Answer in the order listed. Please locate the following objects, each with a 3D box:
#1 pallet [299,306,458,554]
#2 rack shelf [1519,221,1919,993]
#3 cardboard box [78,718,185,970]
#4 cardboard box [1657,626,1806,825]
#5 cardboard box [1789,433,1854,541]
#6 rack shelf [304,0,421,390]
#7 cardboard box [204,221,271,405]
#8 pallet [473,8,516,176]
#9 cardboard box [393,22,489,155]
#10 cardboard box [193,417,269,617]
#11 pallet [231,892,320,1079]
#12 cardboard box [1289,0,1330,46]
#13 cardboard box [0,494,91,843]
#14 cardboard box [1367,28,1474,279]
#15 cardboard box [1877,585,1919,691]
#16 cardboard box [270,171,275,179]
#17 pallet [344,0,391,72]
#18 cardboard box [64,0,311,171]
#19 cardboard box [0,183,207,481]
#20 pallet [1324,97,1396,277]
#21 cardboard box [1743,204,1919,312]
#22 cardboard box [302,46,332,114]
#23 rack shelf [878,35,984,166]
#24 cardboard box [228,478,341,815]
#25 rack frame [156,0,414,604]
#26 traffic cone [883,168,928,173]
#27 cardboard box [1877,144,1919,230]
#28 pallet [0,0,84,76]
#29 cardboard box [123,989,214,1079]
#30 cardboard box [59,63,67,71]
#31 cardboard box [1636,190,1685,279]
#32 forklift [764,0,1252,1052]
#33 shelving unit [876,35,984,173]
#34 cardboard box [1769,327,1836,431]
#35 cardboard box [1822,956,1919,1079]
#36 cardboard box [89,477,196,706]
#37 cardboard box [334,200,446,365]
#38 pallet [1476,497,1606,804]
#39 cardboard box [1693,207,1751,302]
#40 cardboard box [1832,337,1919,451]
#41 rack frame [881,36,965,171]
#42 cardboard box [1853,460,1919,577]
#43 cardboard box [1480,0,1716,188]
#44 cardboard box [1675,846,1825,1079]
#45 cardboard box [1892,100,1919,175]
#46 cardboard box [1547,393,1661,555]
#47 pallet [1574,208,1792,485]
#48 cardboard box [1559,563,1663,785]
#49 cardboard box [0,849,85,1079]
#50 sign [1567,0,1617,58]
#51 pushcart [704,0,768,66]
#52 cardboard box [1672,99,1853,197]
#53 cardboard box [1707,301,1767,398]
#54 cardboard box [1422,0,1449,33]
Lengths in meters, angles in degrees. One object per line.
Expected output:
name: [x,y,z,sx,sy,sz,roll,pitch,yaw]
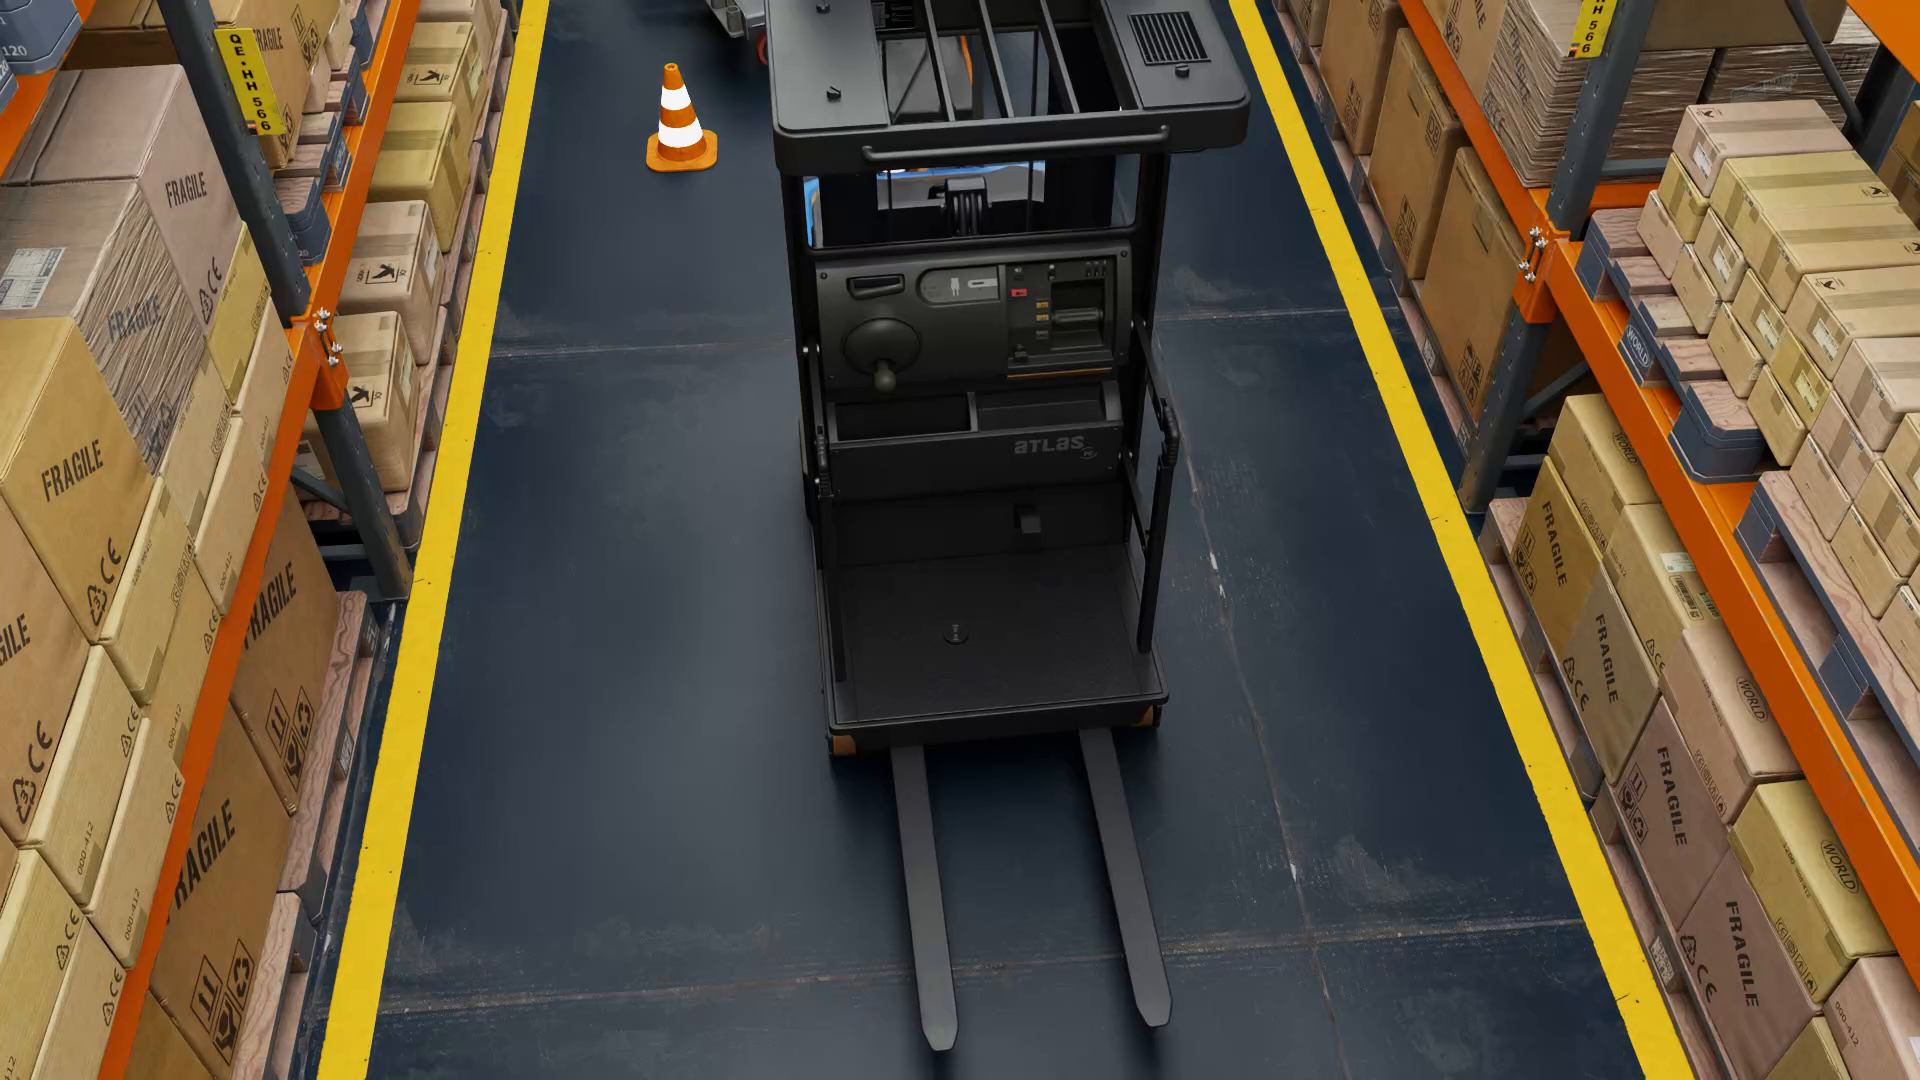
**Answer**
pallet: [-2.568,-0.430,6.512,1.003,0.211,1.213,-3,47,-3]
rack shelf: [2.588,0.497,4.209,1.077,0.370,4.000,-3,47,-3]
cardboard box: [-2.047,0.680,3.644,0.500,0.250,0.500,-4,47,-4]
cardboard box: [2.308,0.499,4.627,0.500,0.250,0.500,-3,47,-3]
cardboard box: [2.351,-0.142,4.203,0.380,0.149,0.250,-2,47,-2]
rack shelf: [-2.671,-2.023,6.595,1.077,0.370,4.000,-3,47,-3]
cardboard box: [-2.210,-0.608,4.519,0.500,0.250,0.500,-4,47,-3]
pallet: [-2.772,-2.195,8.184,1.003,0.211,1.213,-3,47,-3]
cardboard box: [-2.729,-2.059,7.654,0.950,0.372,0.625,-1,47,-1]
cardboard box: [-2.144,-0.053,4.337,0.500,0.250,0.500,-3,47,-3]
pallet: [-2.414,1.591,4.597,1.003,0.211,1.213,-3,47,-3]
cardboard box: [2.227,-3.018,8.303,1.050,0.750,0.750,-4,47,-3]
cardboard box: [-2.079,0.254,3.186,0.500,0.500,0.500,-4,47,-4]
cardboard box: [2.383,-1.646,7.003,1.050,0.750,0.750,-3,47,-3]
cardboard box: [2.390,0.228,3.852,0.380,0.149,0.250,-5,47,-5]
cardboard box: [-2.346,-1.128,5.136,0.380,0.149,0.250,-6,47,-6]
pallet: [-2.710,-2.187,6.387,1.003,0.211,1.213,-3,47,-3]
cardboard box: [-2.311,-1.444,4.989,0.500,0.500,0.500,-5,47,-4]
cardboard box: [-2.149,-0.472,3.874,0.500,0.500,0.500,-3,47,-3]
pallet: [2.331,-1.694,7.709,1.003,0.211,1.213,-3,47,-3]
cardboard box: [2.307,-0.742,4.360,0.380,0.149,0.250,-4,47,-4]
cardboard box: [-2.313,-1.535,5.522,0.380,0.149,0.250,-6,47,-6]
rack shelf: [-0.150,-1.556,6.294,0.431,0.518,0.480,-5,46,-5]
cardboard box: [-2.529,0.268,5.105,0.875,0.875,0.875,-4,47,-4]
rack frame: [-2.504,-0.823,4.964,1.000,3.000,0.127,-3,47,-3]
traffic cone: [-0.319,-1.884,7.715,0.336,0.463,0.334,-3,47,-3]
cardboard box: [2.916,-1.028,4.836,0.380,0.149,0.250,-3,47,-2]
pallet: [-2.397,-1.327,3.505,1.213,0.211,1.003,-2,47,-1]
cardboard box: [-2.384,1.560,3.880,0.875,0.875,0.875,-2,47,-2]
cardboard box: [-2.819,-1.416,4.962,0.500,0.500,0.500,-5,47,-4]
cardboard box: [2.257,-0.919,4.938,0.380,0.149,0.250,-4,47,-4]
forklift: [0.074,-0.559,4.761,1.130,2.935,3.031,-5,47,-5]
shelving unit: [-0.150,-1.566,6.284,0.431,2.100,0.503,-5,46,-5]
cardboard box: [2.333,-0.424,4.265,0.380,0.149,0.250,-3,47,-3]
cardboard box: [2.411,1.258,3.909,0.500,0.250,0.500,-1,47,-1]
cardboard box: [-2.100,0.131,3.819,0.500,0.250,0.500,-5,47,-4]
cardboard box: [-2.611,-1.007,6.658,0.950,0.372,0.625,-4,47,-4]
pallet: [2.484,0.327,5.795,1.003,0.211,1.213,-3,47,-3]
cardboard box: [2.286,-0.799,4.620,0.380,0.149,0.250,-1,47,-1]
cardboard box: [2.354,-0.354,3.994,0.380,0.149,0.250,-2,47,-1]
rack frame: [-0.180,-1.740,6.452,0.400,2.100,0.015,-5,46,-5]
cardboard box: [2.370,-0.064,3.923,0.380,0.149,0.250,-4,47,-4]
cardboard box: [2.115,-1.541,5.575,0.500,0.500,0.500,-3,47,-3]
cardboard box: [2.361,1.149,4.528,0.500,0.500,0.500,-4,47,-4]
cardboard box: [2.918,-1.133,4.731,0.380,0.149,0.250,-5,47,-5]
cardboard box: [2.237,-0.226,5.314,0.500,0.250,0.500,-5,47,-5]
pallet: [2.586,-0.622,4.905,1.213,0.211,1.003,-3,47,-3]
cardboard box: [2.271,0.409,5.229,0.500,0.500,0.500,-3,47,-3]
cardboard box: [-2.012,0.873,3.116,0.500,0.250,0.500,-3,47,-3]
sign: [1.868,-1.559,4.863,0.100,0.325,0.005,-3,47,-3]
pushcart: [-0.571,-2.990,8.822,1.648,0.377,0.936,-19,49,-17]
cardboard box: [2.266,-1.110,4.710,0.380,0.149,0.250,-3,47,-3]
cardboard box: [2.302,-0.530,4.570,0.380,0.149,0.250,-1,47,-1]
cardboard box: [2.033,-2.264,6.259,0.500,0.500,0.500,-4,47,-4]
